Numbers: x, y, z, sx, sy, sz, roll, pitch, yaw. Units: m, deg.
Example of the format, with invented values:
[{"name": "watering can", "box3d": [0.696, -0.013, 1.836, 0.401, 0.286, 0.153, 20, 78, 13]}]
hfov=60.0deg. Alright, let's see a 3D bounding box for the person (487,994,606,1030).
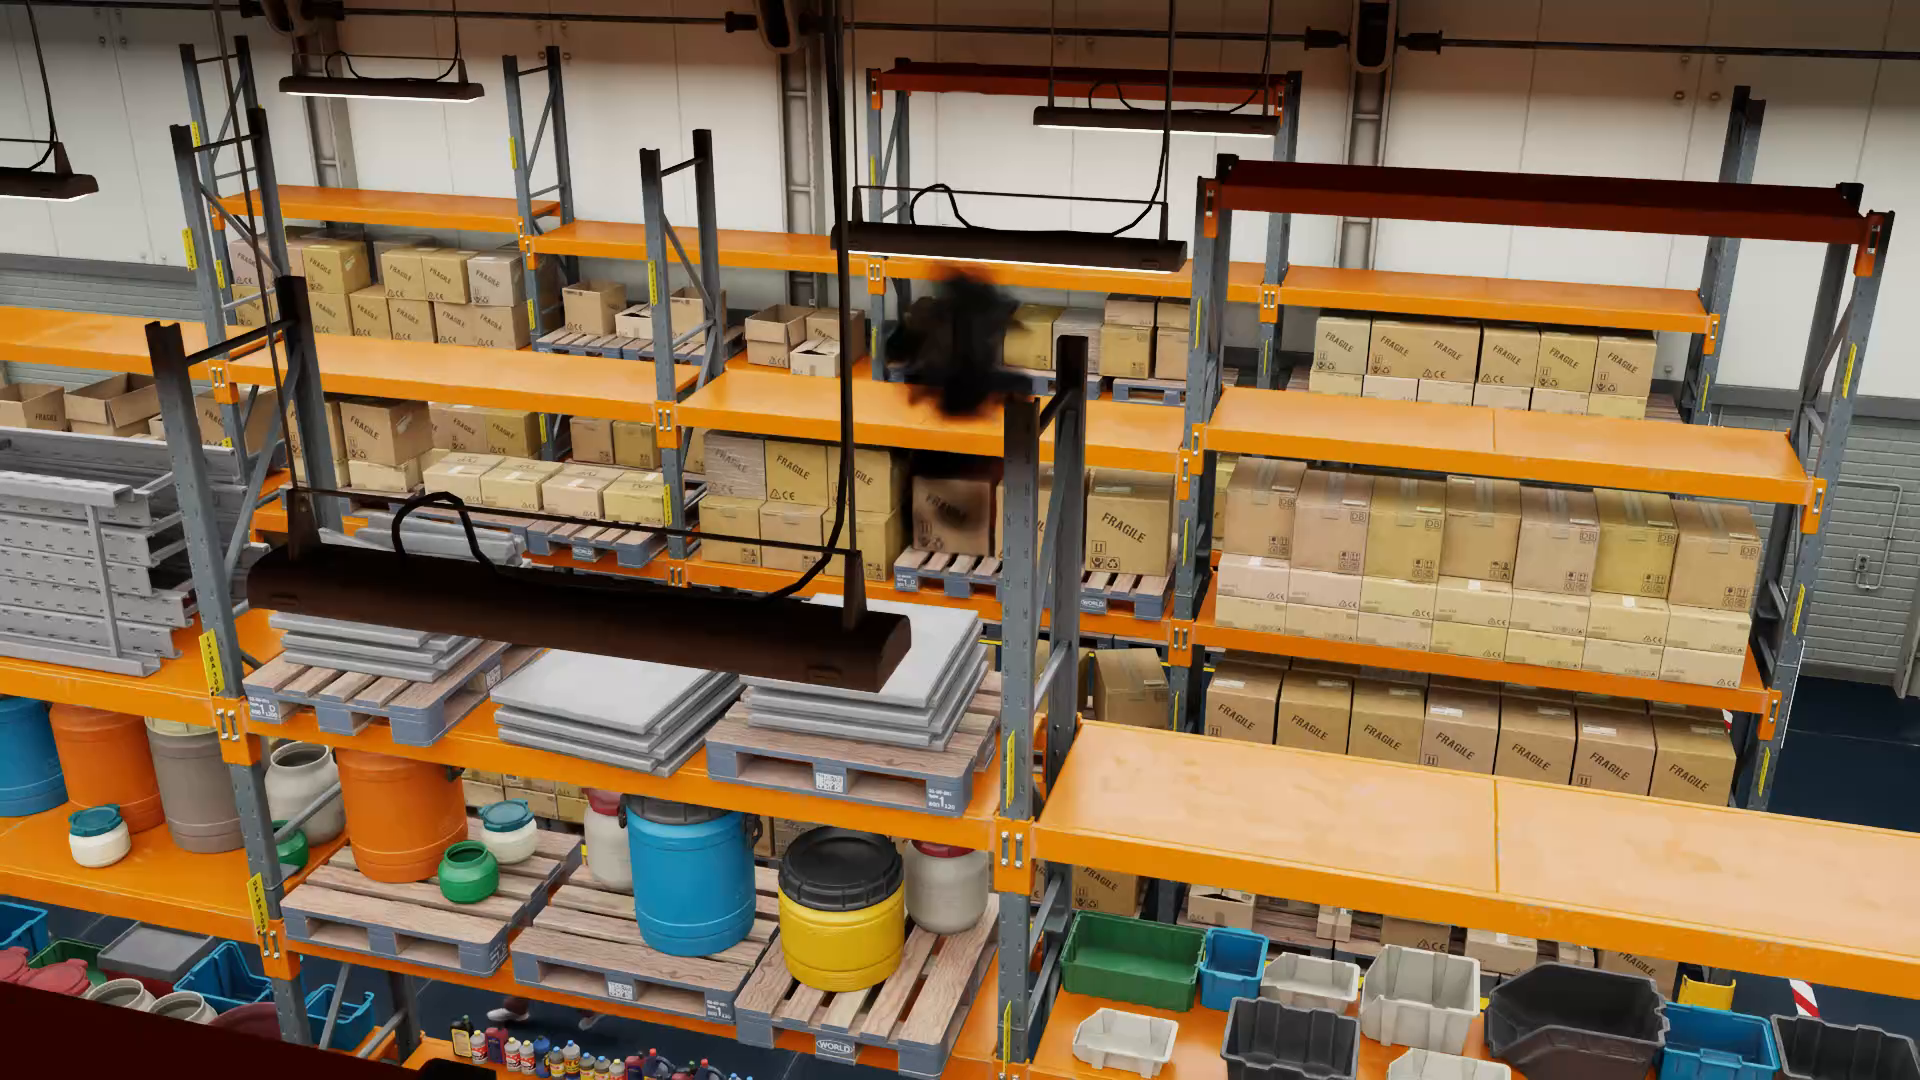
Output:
[{"name": "person", "box3d": [-2.994, 2.784, 11.844, 0.968, 1.649, 0.577, 2, 23, 5]}]
